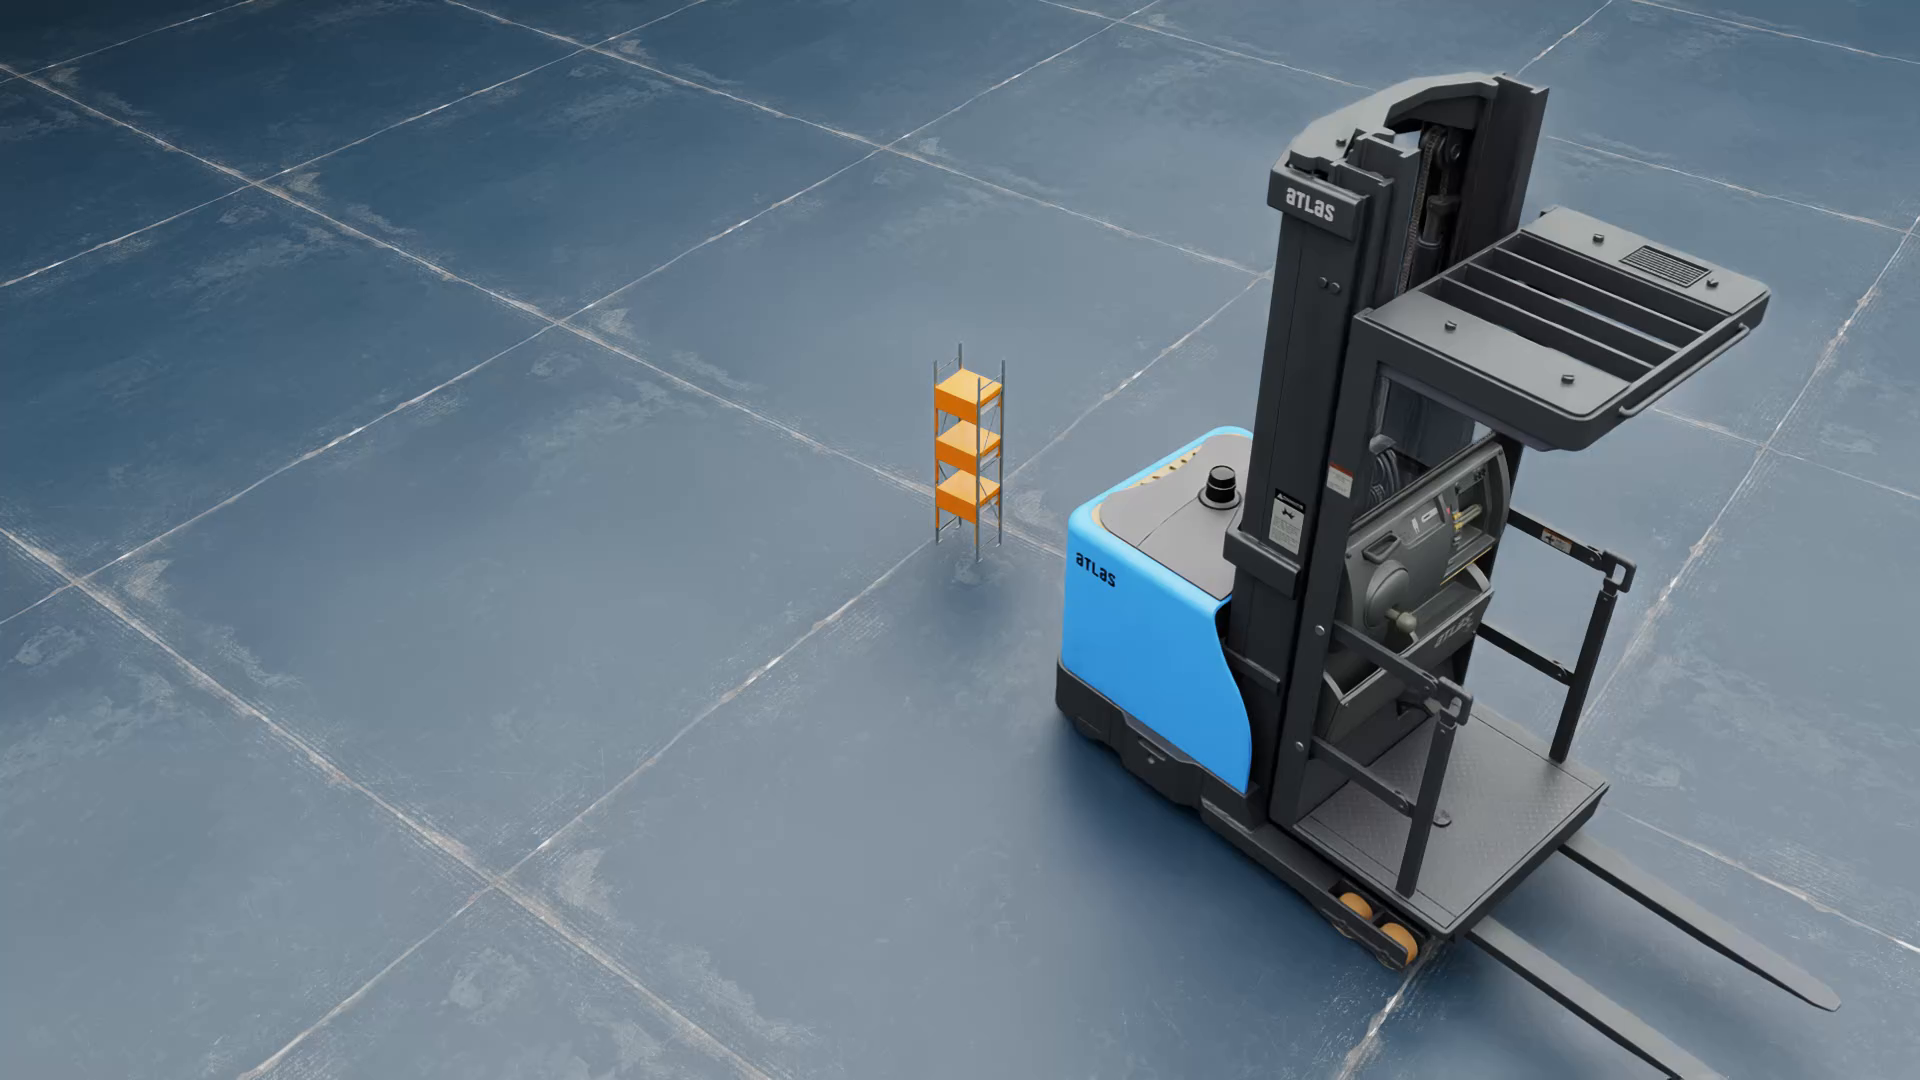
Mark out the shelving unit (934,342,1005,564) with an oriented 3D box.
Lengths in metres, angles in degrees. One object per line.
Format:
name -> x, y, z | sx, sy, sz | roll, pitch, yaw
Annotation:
shelving unit -> 0.042, -0.393, 7.762 | 0.252, 1.050, 0.215 | 25, 45, 29

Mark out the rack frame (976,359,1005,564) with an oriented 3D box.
rack frame -> 0.139, -0.348, 7.703 | 0.008, 1.050, 0.200 | 25, 45, 29

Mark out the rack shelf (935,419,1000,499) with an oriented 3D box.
rack shelf -> 0.042, -0.385, 7.768 | 0.240, 0.259, 0.215 | 25, 45, 29

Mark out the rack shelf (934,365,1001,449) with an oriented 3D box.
rack shelf -> 0.042, -0.608, 7.593 | 0.240, 0.259, 0.215 | 25, 45, 29

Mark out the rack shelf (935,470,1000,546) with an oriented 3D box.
rack shelf -> 0.042, -0.166, 7.939 | 0.240, 0.259, 0.215 | 25, 45, 29

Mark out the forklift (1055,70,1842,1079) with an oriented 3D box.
forklift -> 1.771, 0.059, 5.658 | 1.130, 2.935, 3.031 | -29, 47, -32

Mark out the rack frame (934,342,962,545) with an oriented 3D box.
rack frame -> -0.054, -0.439, 7.820 | 0.008, 1.050, 0.200 | 25, 45, 29
